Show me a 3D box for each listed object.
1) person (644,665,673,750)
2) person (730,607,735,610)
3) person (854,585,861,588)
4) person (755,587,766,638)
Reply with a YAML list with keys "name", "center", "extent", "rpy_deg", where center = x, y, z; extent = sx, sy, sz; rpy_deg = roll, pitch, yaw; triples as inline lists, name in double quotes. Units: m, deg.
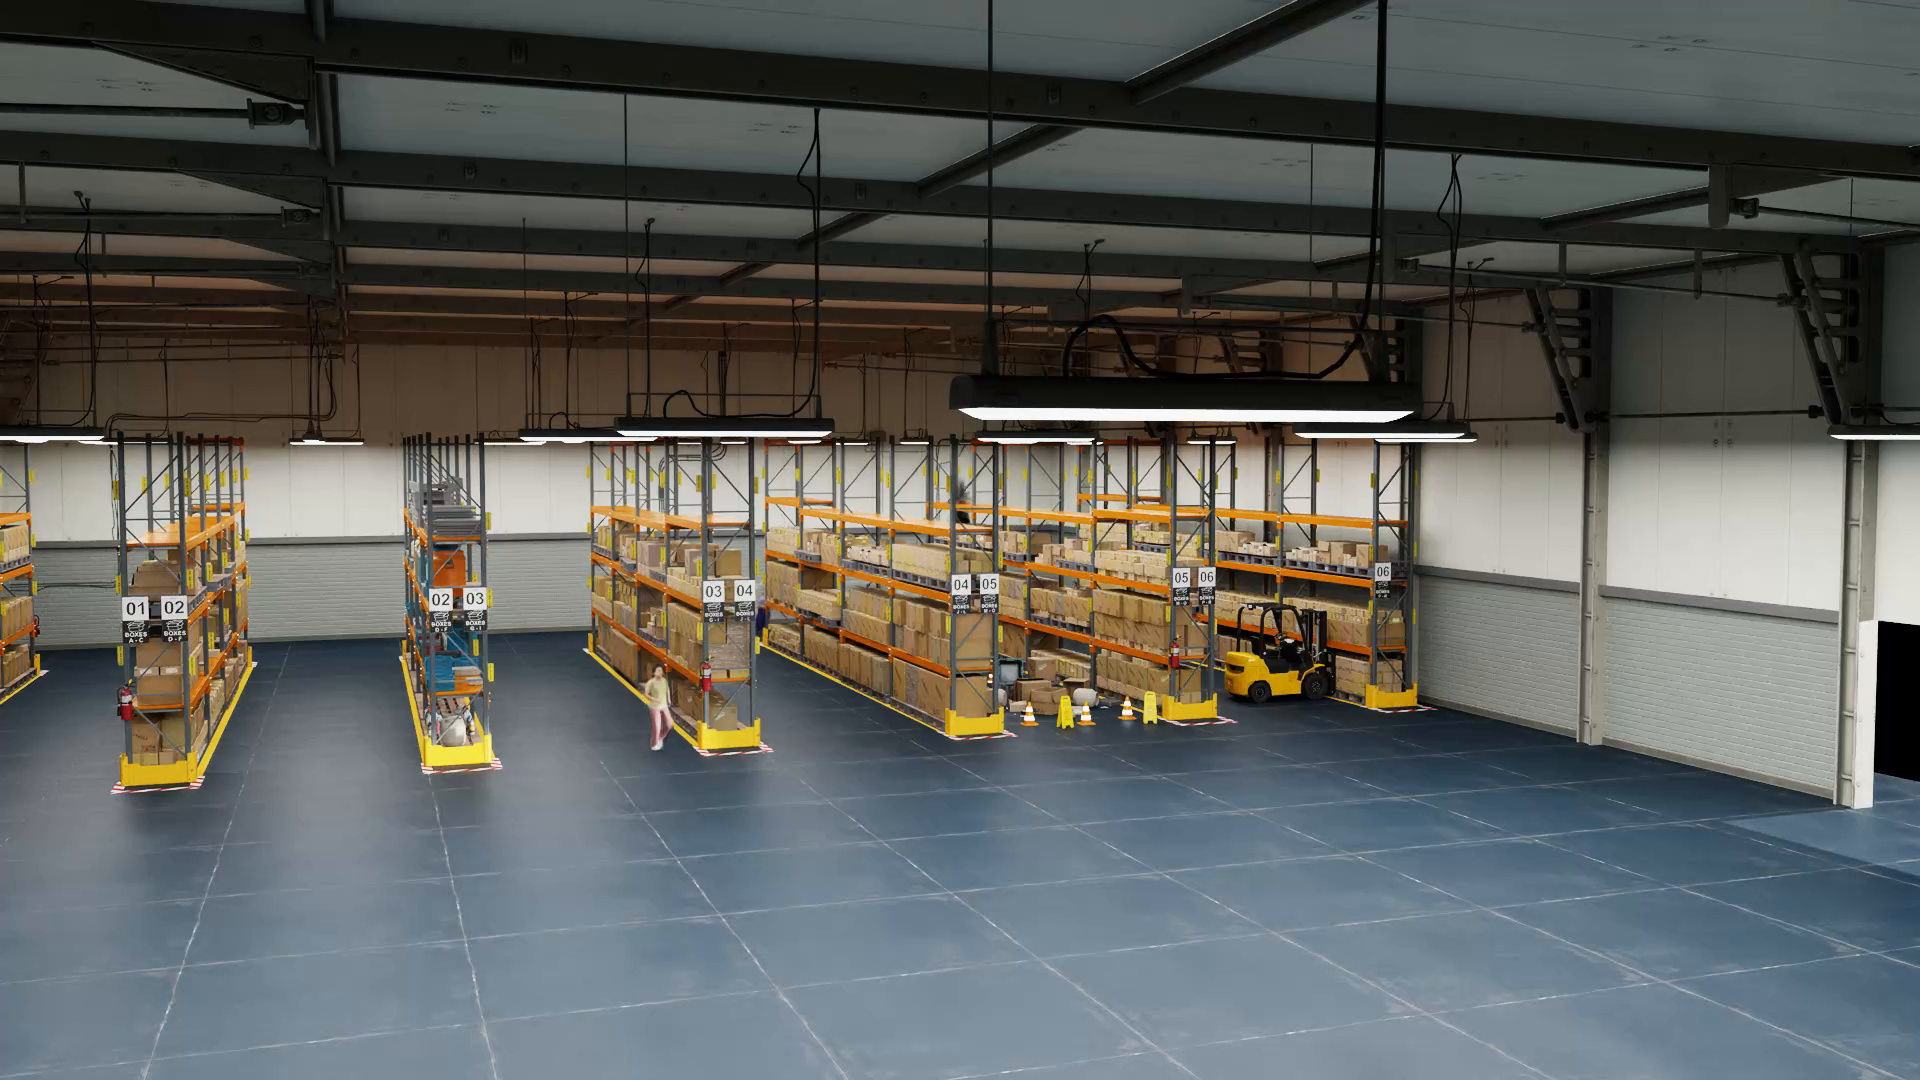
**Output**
- name: "person"
  center: [-5.650, 3.157, 31.327]
  extent: [0.617, 1.624, 0.550]
  rpy_deg: [-3, 4, -43]
- name: "person"
  center: [-6.606, 2.256, 47.290]
  extent: [0.698, 1.727, 0.724]
  rpy_deg: [0, 3, -5]
- name: "person"
  center: [-3.125, 2.150, 50.433]
  extent: [0.540, 1.567, 0.521]
  rpy_deg: [-1, 3, -19]
- name: "person"
  center: [-5.922, 2.202, 49.616]
  extent: [0.586, 1.625, 0.760]
  rpy_deg: [0, 3, -5]
